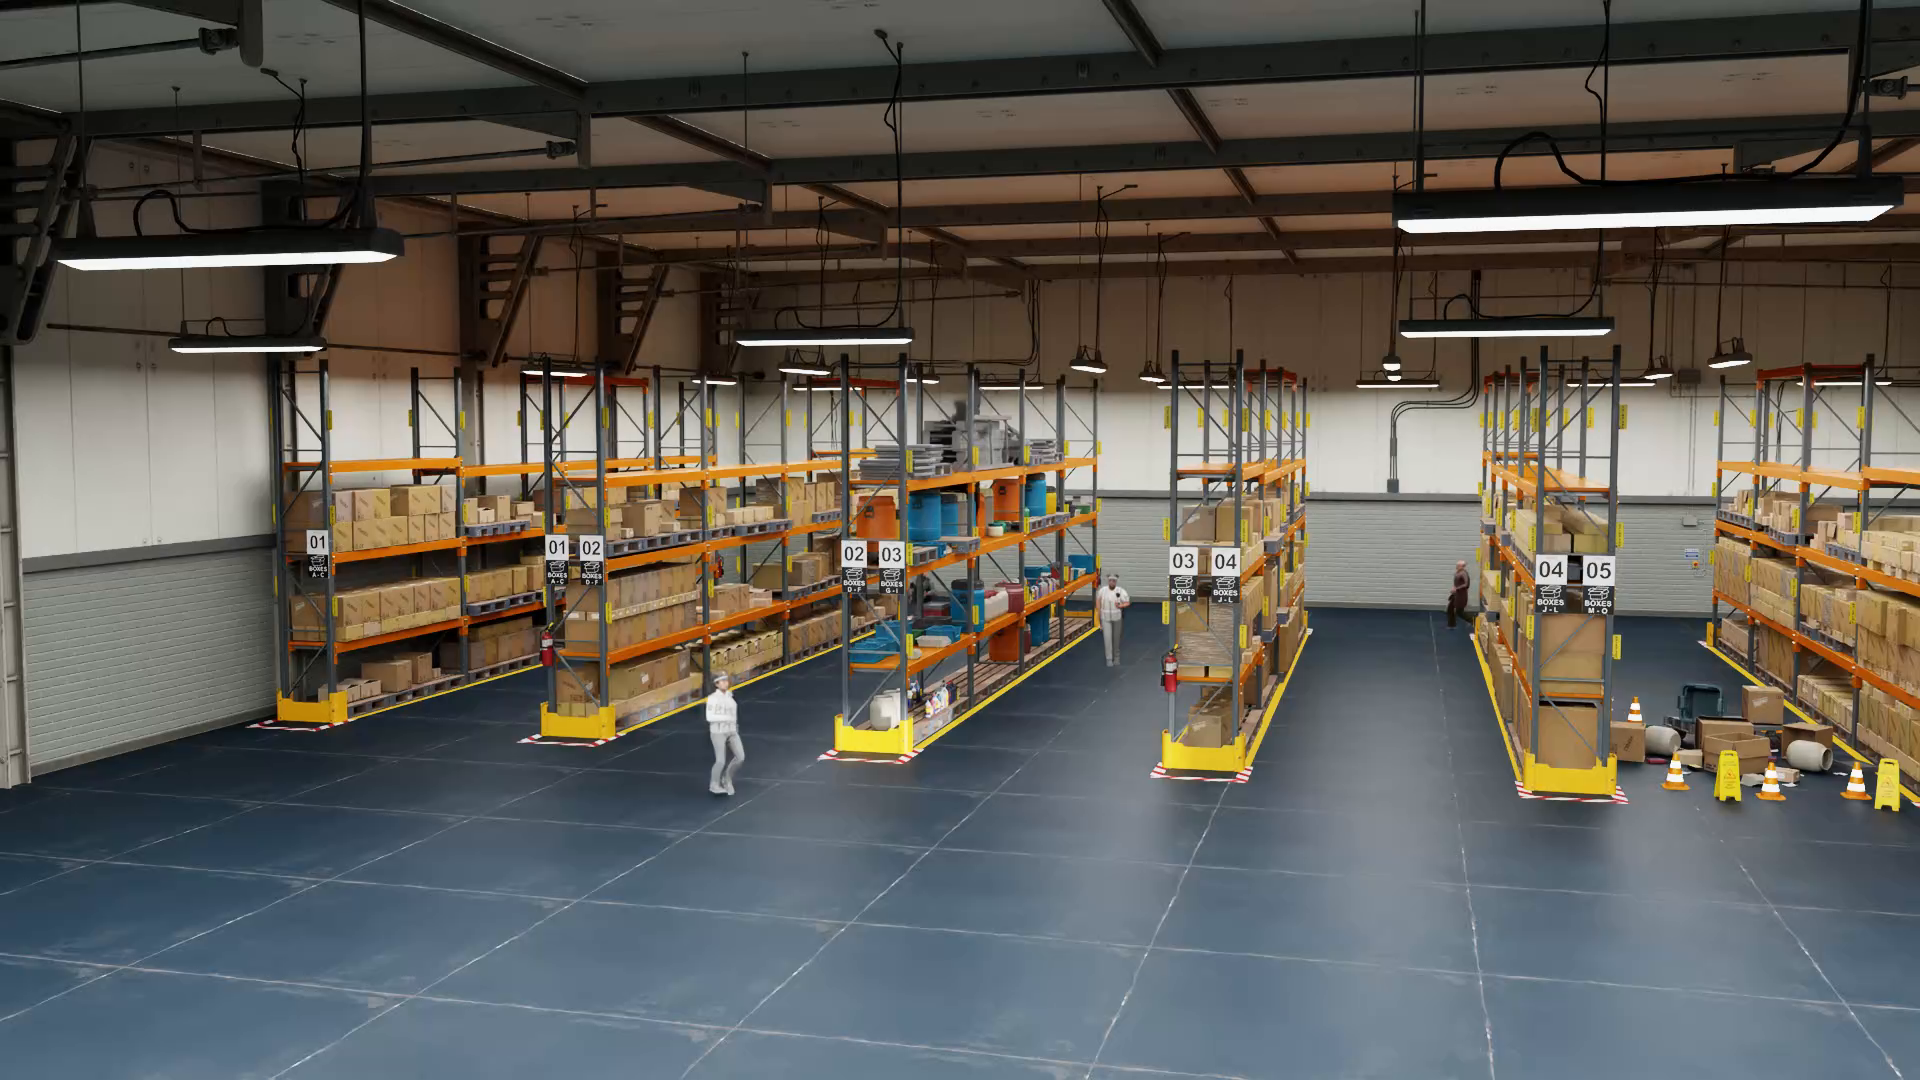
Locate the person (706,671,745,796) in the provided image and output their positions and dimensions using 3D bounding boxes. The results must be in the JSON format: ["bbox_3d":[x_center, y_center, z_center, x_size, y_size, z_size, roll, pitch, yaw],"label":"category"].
[{"bbox_3d":[-3.093,2.575,22.094,0.611,1.695,0.595,4,6,43],"label":"person"}]

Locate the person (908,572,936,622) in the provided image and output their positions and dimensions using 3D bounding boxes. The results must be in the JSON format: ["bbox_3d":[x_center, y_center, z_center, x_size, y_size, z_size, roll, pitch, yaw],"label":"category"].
[{"bbox_3d":[-0.858,1.476,37.188,0.624,1.746,0.721,0,4,-2],"label":"person"}]

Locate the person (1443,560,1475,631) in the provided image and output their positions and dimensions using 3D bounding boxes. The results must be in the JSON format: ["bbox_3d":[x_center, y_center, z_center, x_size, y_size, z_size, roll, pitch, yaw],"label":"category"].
[{"bbox_3d":[11.913,1.349,39.321,0.845,1.755,0.784,0,4,1],"label":"person"}]

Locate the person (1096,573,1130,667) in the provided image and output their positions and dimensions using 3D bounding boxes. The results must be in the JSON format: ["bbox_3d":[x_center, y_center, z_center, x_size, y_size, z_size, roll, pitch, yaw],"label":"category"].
[{"bbox_3d":[2.930,1.538,31.983,0.665,1.830,0.873,1,4,9],"label":"person"}]
